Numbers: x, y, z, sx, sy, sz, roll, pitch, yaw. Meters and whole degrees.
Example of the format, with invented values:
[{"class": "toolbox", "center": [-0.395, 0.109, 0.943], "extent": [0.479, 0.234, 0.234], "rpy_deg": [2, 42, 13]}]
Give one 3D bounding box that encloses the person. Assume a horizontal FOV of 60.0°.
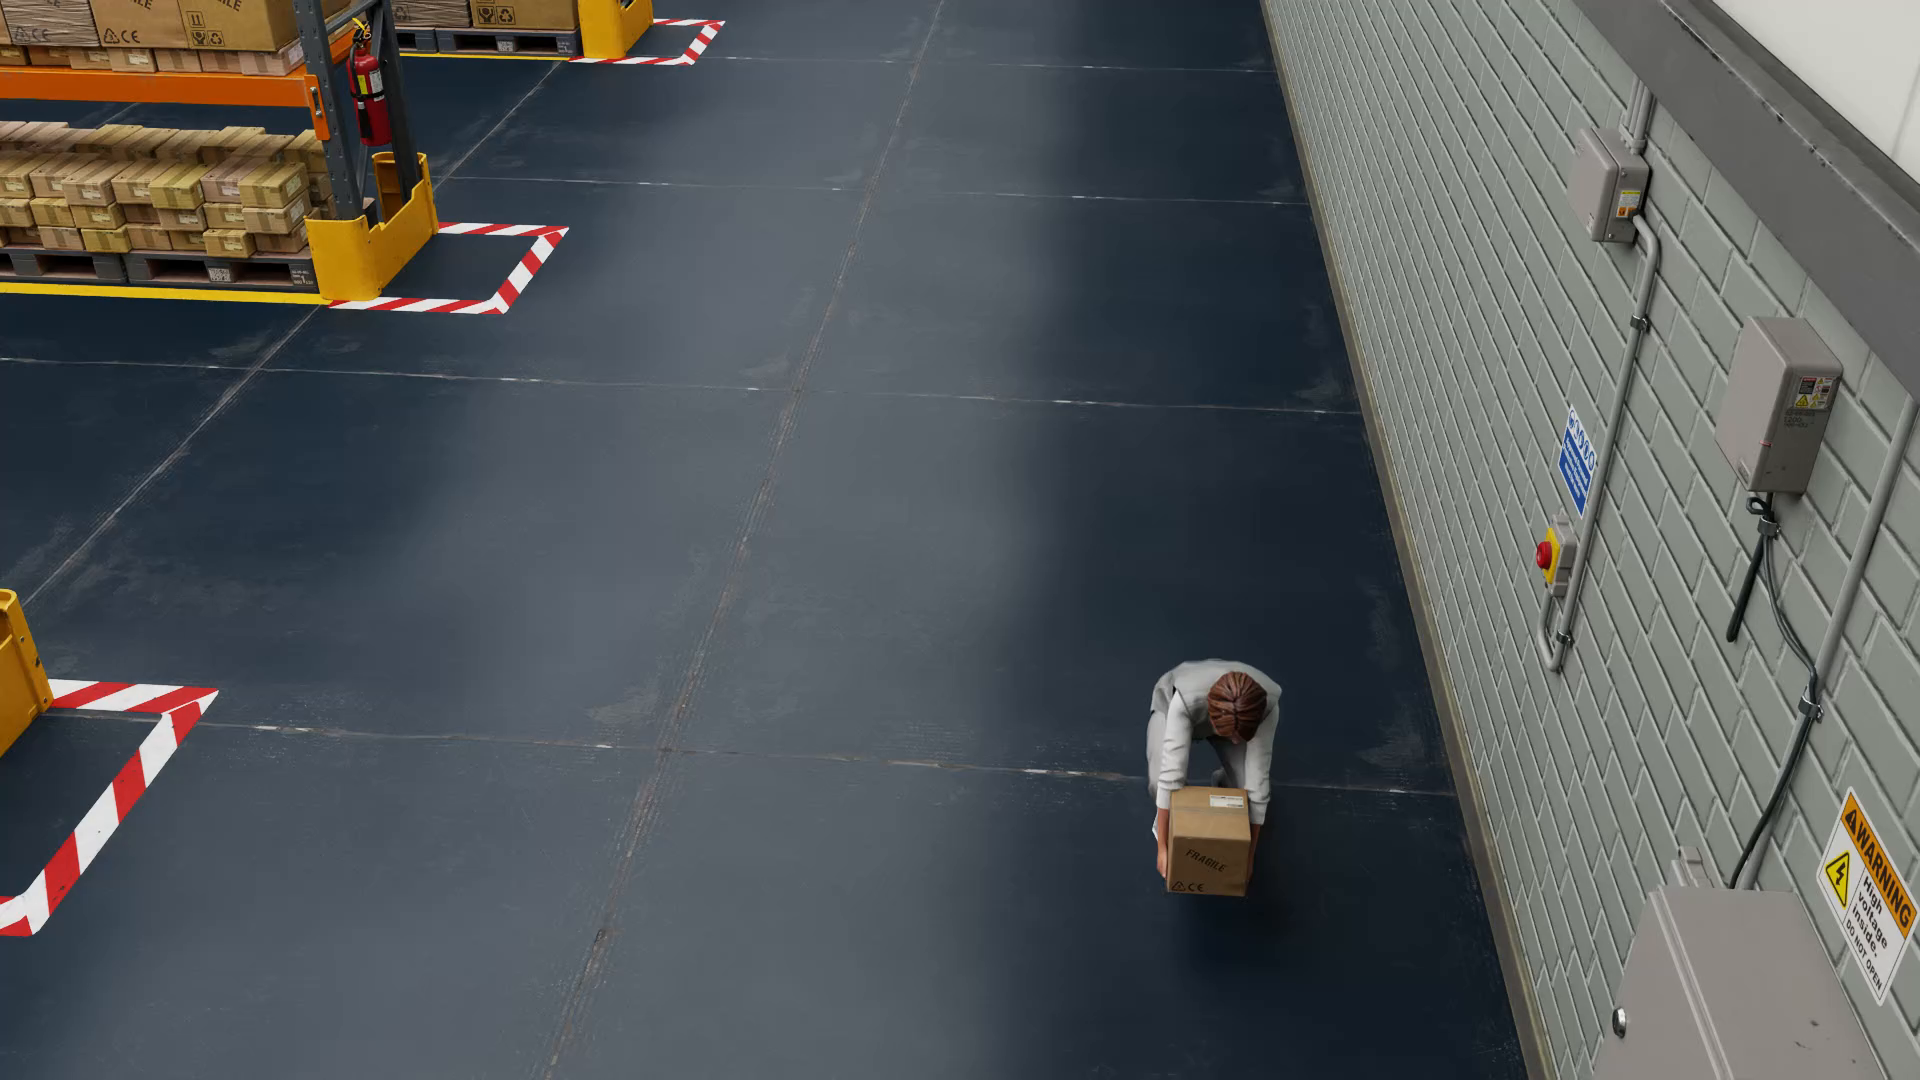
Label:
[{"class": "person", "center": [0.855, 0.707, 5.682], "extent": [0.423, 0.911, 0.822], "rpy_deg": [2, 32, 3]}]
